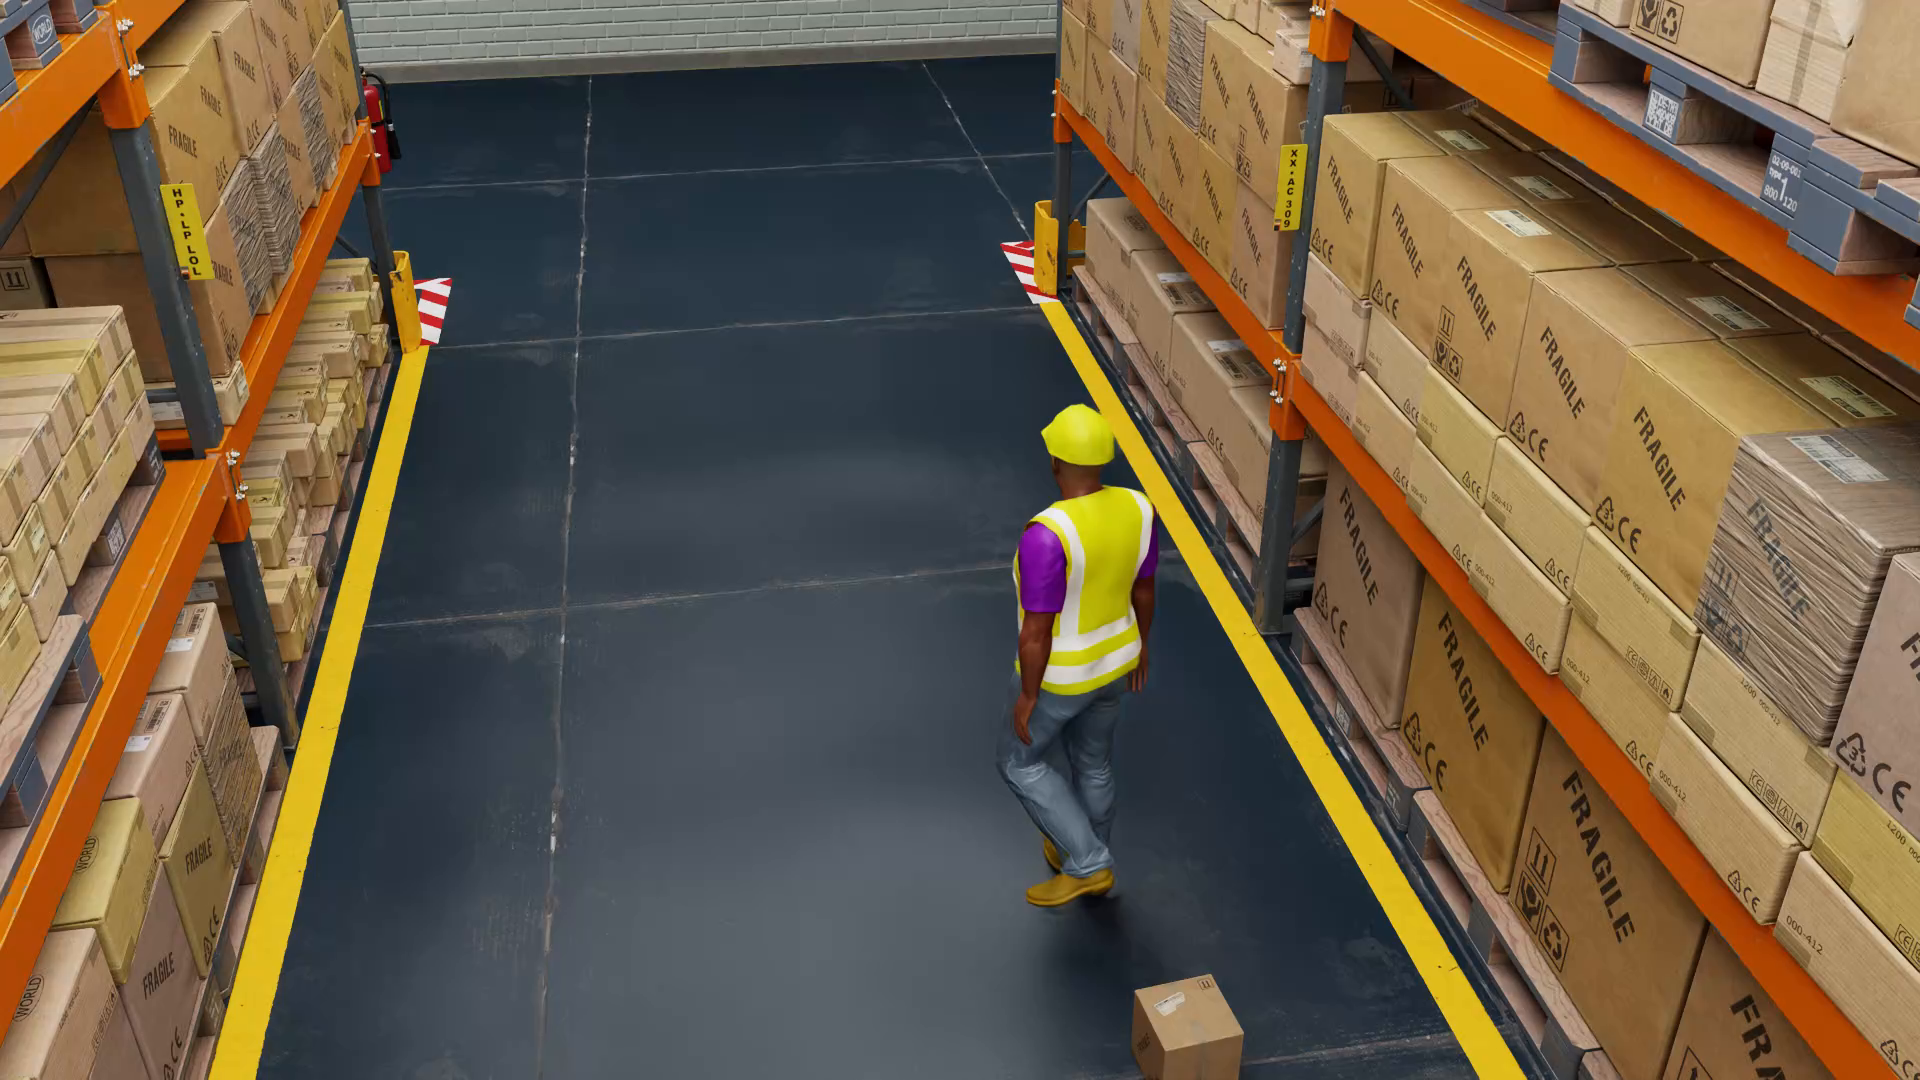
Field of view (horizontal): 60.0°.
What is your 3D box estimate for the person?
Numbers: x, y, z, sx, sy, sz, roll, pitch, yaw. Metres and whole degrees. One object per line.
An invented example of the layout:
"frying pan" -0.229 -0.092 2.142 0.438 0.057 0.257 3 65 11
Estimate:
"person" 0.405 0.420 5.386 0.615 1.759 0.558 -22 37 -33
